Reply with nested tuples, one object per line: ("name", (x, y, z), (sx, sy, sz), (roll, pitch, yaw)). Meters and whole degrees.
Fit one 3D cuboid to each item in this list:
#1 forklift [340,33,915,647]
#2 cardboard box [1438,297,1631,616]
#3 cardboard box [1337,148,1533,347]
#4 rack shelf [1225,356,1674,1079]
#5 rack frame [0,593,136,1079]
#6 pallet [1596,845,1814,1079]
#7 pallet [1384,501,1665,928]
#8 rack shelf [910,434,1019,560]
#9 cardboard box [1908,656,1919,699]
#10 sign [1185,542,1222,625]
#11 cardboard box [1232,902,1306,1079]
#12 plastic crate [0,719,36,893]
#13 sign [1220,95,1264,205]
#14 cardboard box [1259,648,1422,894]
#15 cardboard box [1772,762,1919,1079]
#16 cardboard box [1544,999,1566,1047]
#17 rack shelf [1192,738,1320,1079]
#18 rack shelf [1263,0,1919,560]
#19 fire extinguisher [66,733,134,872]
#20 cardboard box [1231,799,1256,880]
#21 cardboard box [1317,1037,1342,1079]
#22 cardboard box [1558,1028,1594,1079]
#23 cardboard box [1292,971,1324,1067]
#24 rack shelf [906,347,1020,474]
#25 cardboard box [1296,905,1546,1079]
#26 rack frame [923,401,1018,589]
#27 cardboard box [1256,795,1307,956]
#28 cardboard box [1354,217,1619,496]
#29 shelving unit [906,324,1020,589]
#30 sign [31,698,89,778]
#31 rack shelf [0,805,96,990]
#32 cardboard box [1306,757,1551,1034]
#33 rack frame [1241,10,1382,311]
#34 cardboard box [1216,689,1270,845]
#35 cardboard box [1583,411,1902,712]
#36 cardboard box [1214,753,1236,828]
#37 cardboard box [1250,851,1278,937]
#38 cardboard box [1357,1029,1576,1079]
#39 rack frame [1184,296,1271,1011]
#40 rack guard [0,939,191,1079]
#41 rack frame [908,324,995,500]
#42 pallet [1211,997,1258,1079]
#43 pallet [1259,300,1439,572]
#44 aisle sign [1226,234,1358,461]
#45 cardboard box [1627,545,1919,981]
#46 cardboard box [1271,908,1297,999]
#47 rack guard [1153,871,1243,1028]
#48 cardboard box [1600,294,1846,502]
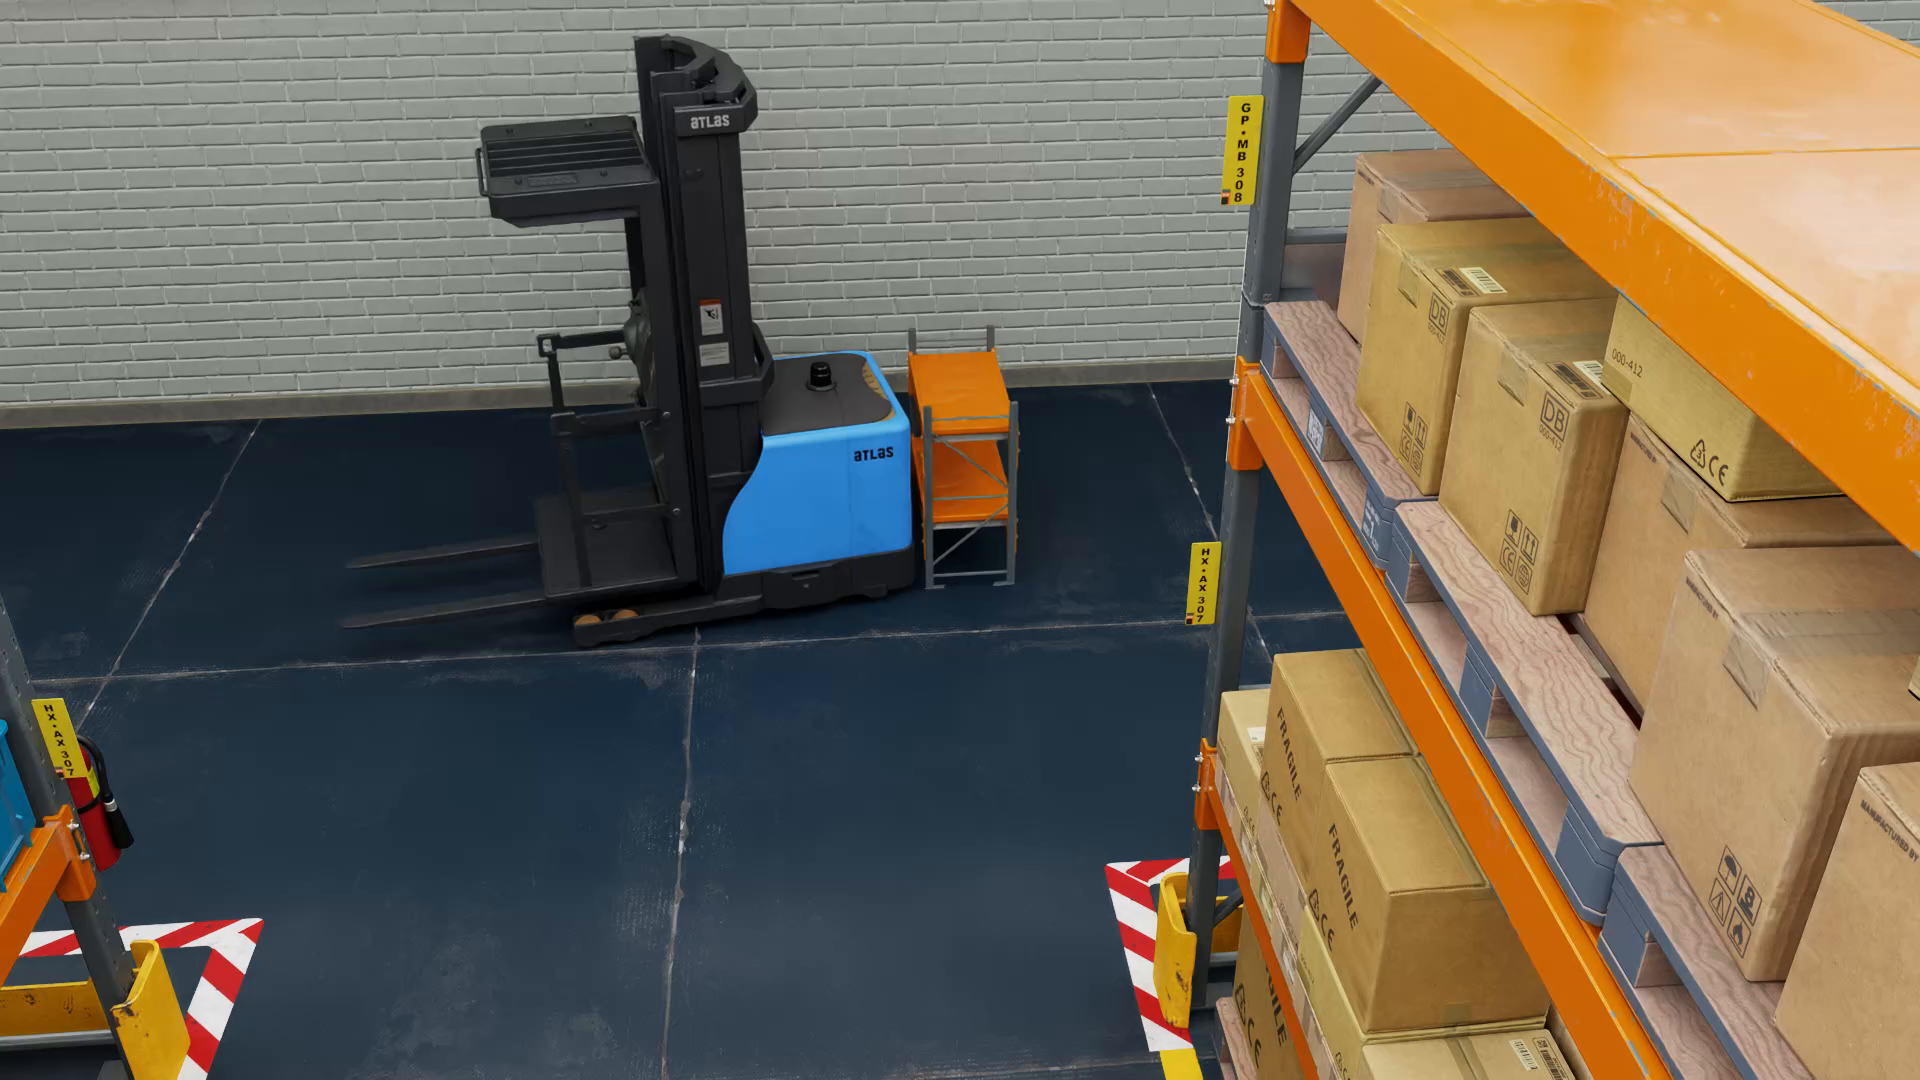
("forklift", (-1.825, -0.993, 8.554), (3.031, 2.935, 1.130), (-8, 32, -14))
("cardboard box", (1.511, -0.205, 3.638), (0.700, 0.500, 0.500), (-5, 31, -8))
("cardboard box", (1.482, -0.759, 4.567), (0.700, 0.500, 0.500), (-5, 31, -8))
("rack shelf", (1.567, 0.574, 3.641), (1.077, 0.370, 4.000), (-3, 31, -5))
("rack frame", (-3.551, 0.769, 5.538), (1.000, 3.000, 0.127), (-3, 31, -5))
("pallet", (1.688, 0.906, 2.470), (1.003, 0.211, 1.213), (-3, 31, -5))
("pallet", (1.577, 0.284, 3.510), (1.003, 0.211, 1.213), (-3, 31, -5))
("rack shelf", (0.004, -0.278, 9.596), (0.538, 0.278, 1.000), (-3, 31, -5))
("cardboard box", (1.673, 0.217, 2.200), (0.500, 0.250, 0.500), (-5, 31, -8))
("sign", (0.827, 0.149, 5.654), (0.100, 0.325, 0.005), (-3, 31, -5))
("cardboard box", (1.520, 1.586, 5.832), (0.875, 0.875, 0.875), (-3, 31, -5))
("plastic crate", (-3.334, 0.890, 5.242), (0.616, 0.435, 0.499), (-3, 31, -5))
("sign", (0.827, -1.142, 4.882), (0.100, 0.325, 0.005), (-3, 31, -5))
("cardboard box", (1.203, 0.660, 4.846), (0.500, 0.500, 0.500), (-3, 31, -6))
("cardboard box", (1.621, 0.623, 2.252), (0.700, 0.500, 0.500), (-5, 31, -8))
("cardboard box", (1.785, 1.222, 4.636), (0.500, 0.250, 0.500), (-4, 31, -6))
("rack shelf", (1.567, 1.862, 4.410), (1.077, 0.370, 4.000), (-3, 31, -5))
("rack shelf", (1.567, -0.542, 2.974), (1.077, 0.370, 4.000), (-3, 31, -5))
("fire extinguisher", (-3.113, 0.863, 5.819), (0.296, 0.674, 0.183), (-3, 31, -5))
("cardboard box", (1.110, 0.967, 5.451), (0.380, 0.149, 0.250), (-3, 31, -5))
("cardboard box", (1.208, 1.493, 4.571), (0.380, 0.149, 0.250), (-3, 31, -5))
("cardboard box", (1.837, 1.488, 4.191), (0.500, 0.250, 0.500), (-3, 31, -4))
("cardboard box", (1.183, 1.361, 4.792), (0.380, 0.149, 0.250), (-3, 31, -6))
("rack shelf", (0.004, -0.739, 9.320), (0.538, 0.278, 1.000), (-3, 31, -5))
("cardboard box", (1.255, 1.248, 4.592), (0.500, 0.250, 0.500), (-4, 31, -6))
("rack frame", (0.057, -0.229, 9.036), (0.500, 1.125, 0.032), (-3, 31, -5))
("cardboard box", (1.212, 0.991, 5.022), (0.500, 0.250, 0.500), (-3, 31, -5))
("cardboard box", (1.415, -0.466, 4.076), (0.700, 0.500, 0.500), (-4, 31, -6))
("shelving unit", (0.004, -0.488, 9.470), (0.538, 1.125, 1.048), (-3, 31, -5))
("sign", (-3.005, 0.664, 5.554), (0.100, 0.325, 0.005), (-3, 31, -5))
("rack shelf", (-3.364, 2.099, 4.013), (1.077, 0.370, 4.000), (-3, 31, -5))
("cardboard box", (1.258, 0.924, 4.404), (0.500, 0.500, 0.500), (-4, 31, -6))
("rack frame", (1.380, -2.044, 4.397), (1.000, 3.000, 0.127), (-3, 31, -5))
("cardboard box", (1.156, 0.726, 5.466), (0.500, 0.250, 0.500), (-4, 31, -6))
("cardboard box", (1.668, 0.075, 3.170), (0.700, 0.500, 0.500), (-1, 31, -2))
("cardboard box", (1.085, 0.837, 5.670), (0.380, 0.149, 0.250), (-2, 31, -4))
("cardboard box", (1.135, 1.098, 5.232), (0.380, 0.149, 0.250), (-3, 31, -6))
("cardboard box", (1.309, 1.514, 4.146), (0.500, 0.250, 0.500), (-3, 31, -6))
("rack frame", (1.380, 0.532, 5.935), (1.000, 3.000, 0.127), (-3, 31, -5))
("rack guard", (-3.566, 1.830, 6.199), (1.175, 0.500, 0.348), (-3, 31, -5))
("rack frame", (-0.050, -0.747, 9.904), (0.500, 1.125, 0.032), (-3, 31, -5))
("pallet", (1.533, 2.133, 5.973), (1.003, 0.211, 1.213), (-3, 31, -5))
("pallet", (1.460, -0.340, 4.556), (1.003, 0.211, 1.213), (-3, 31, -5))
("aisle sign", (1.075, -0.607, 5.306), (0.394, 0.787, 0.004), (-3, 31, -5))
("cardboard box", (1.575, 0.348, 2.712), (0.700, 0.500, 0.500), (-1, 31, -2))
("cardboard box", (1.160, 1.231, 5.009), (0.380, 0.149, 0.250), (-3, 31, -5))
("rack guard", (1.378, 1.592, 6.597), (1.175, 0.500, 0.348), (-3, 31, -5))
("cardboard box", (1.559, -0.312, 3.087), (0.500, 0.250, 0.500), (-4, 31, -6))
